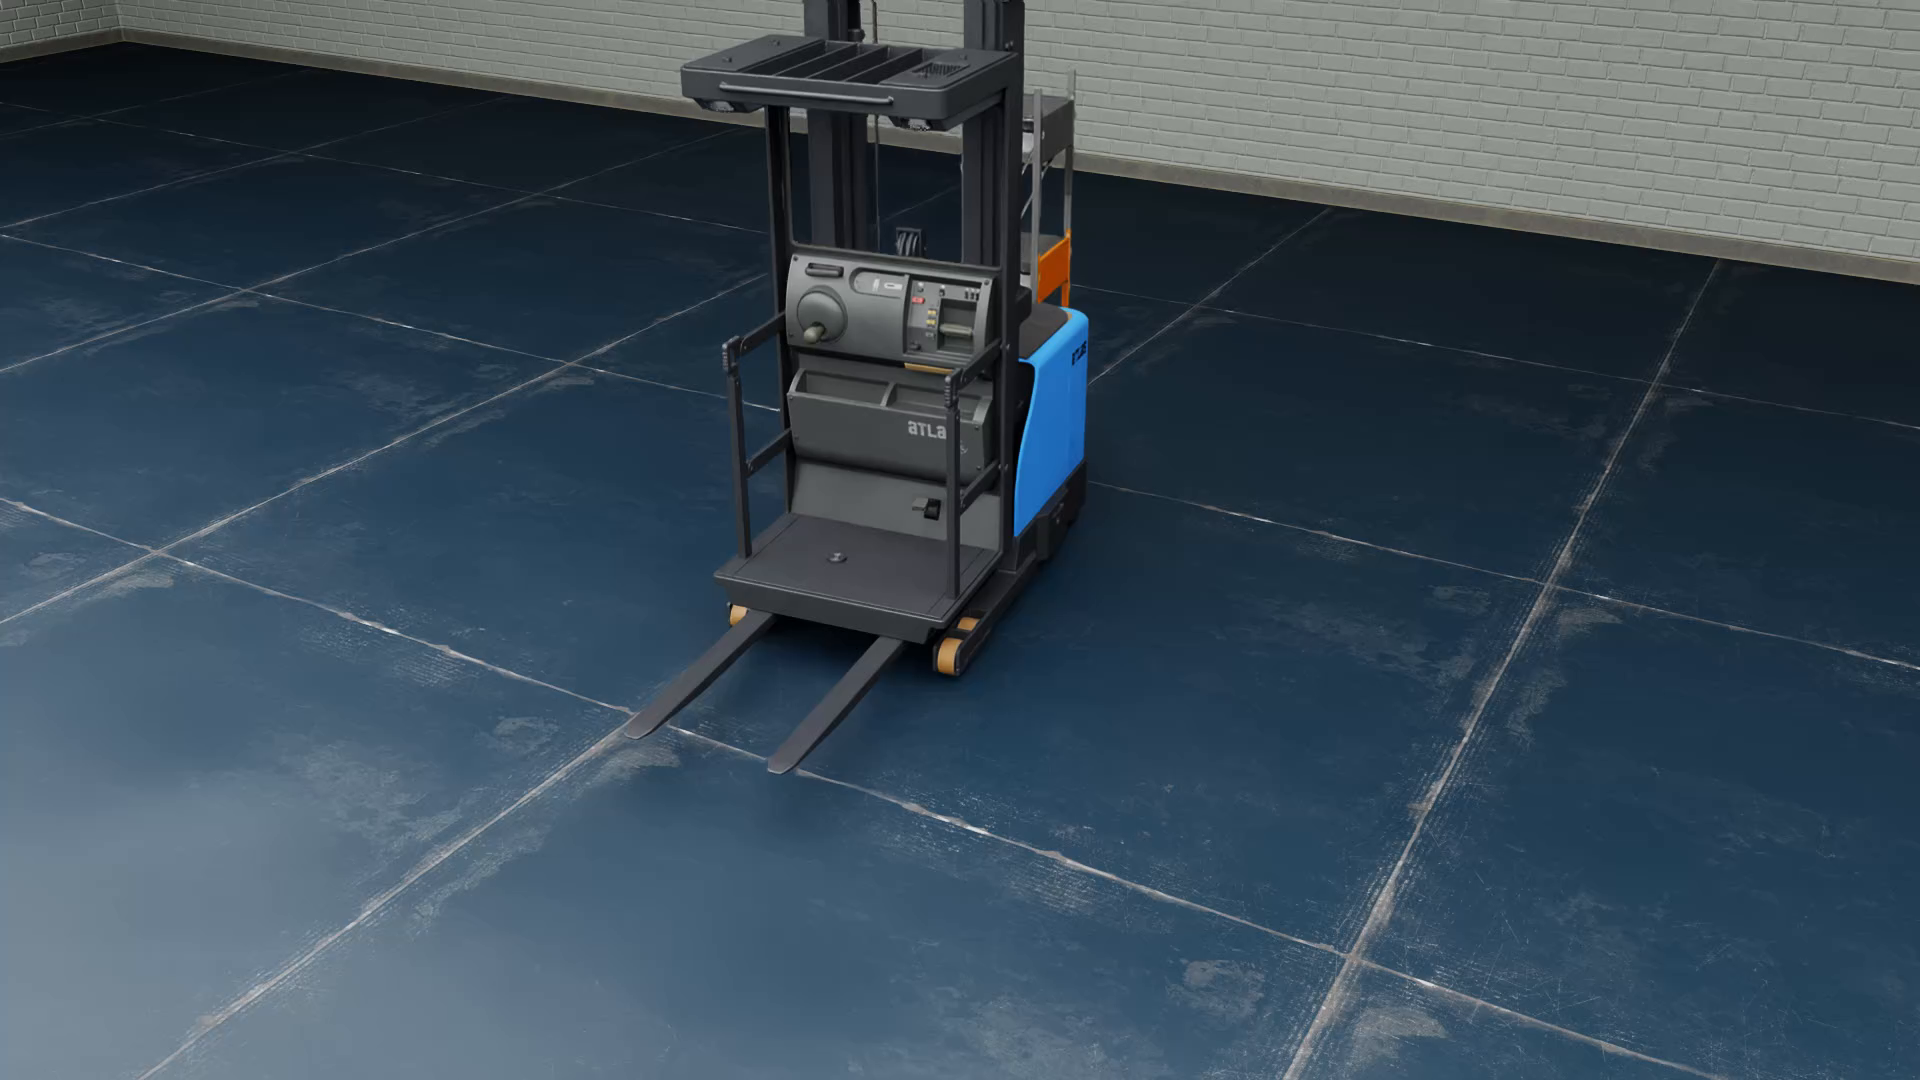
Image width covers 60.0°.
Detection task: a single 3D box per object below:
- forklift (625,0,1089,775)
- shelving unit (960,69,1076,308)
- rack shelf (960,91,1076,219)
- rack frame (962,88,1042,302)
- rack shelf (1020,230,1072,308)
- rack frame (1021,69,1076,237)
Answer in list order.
[{"bbox_3d":[-0.386,-0.944,6.861,1.130,2.935,3.031,10,28,20],"label":"forklift"},{"bbox_3d":[0.289,-1.309,8.519,0.431,2.100,0.503,10,28,20],"label":"shelving unit"},{"bbox_3d":[0.289,-1.923,8.212,0.431,0.518,0.480,10,28,20],"label":"rack shelf"},{"bbox_3d":[0.197,-1.208,8.317,0.400,2.100,0.015,10,28,20],"label":"rack frame"},{"bbox_3d":[0.289,-1.297,8.525,0.431,0.518,0.480,10,28,20],"label":"rack shelf"},{"bbox_3d":[0.382,-1.410,8.721,0.400,2.100,0.015,10,28,20],"label":"rack frame"}]
